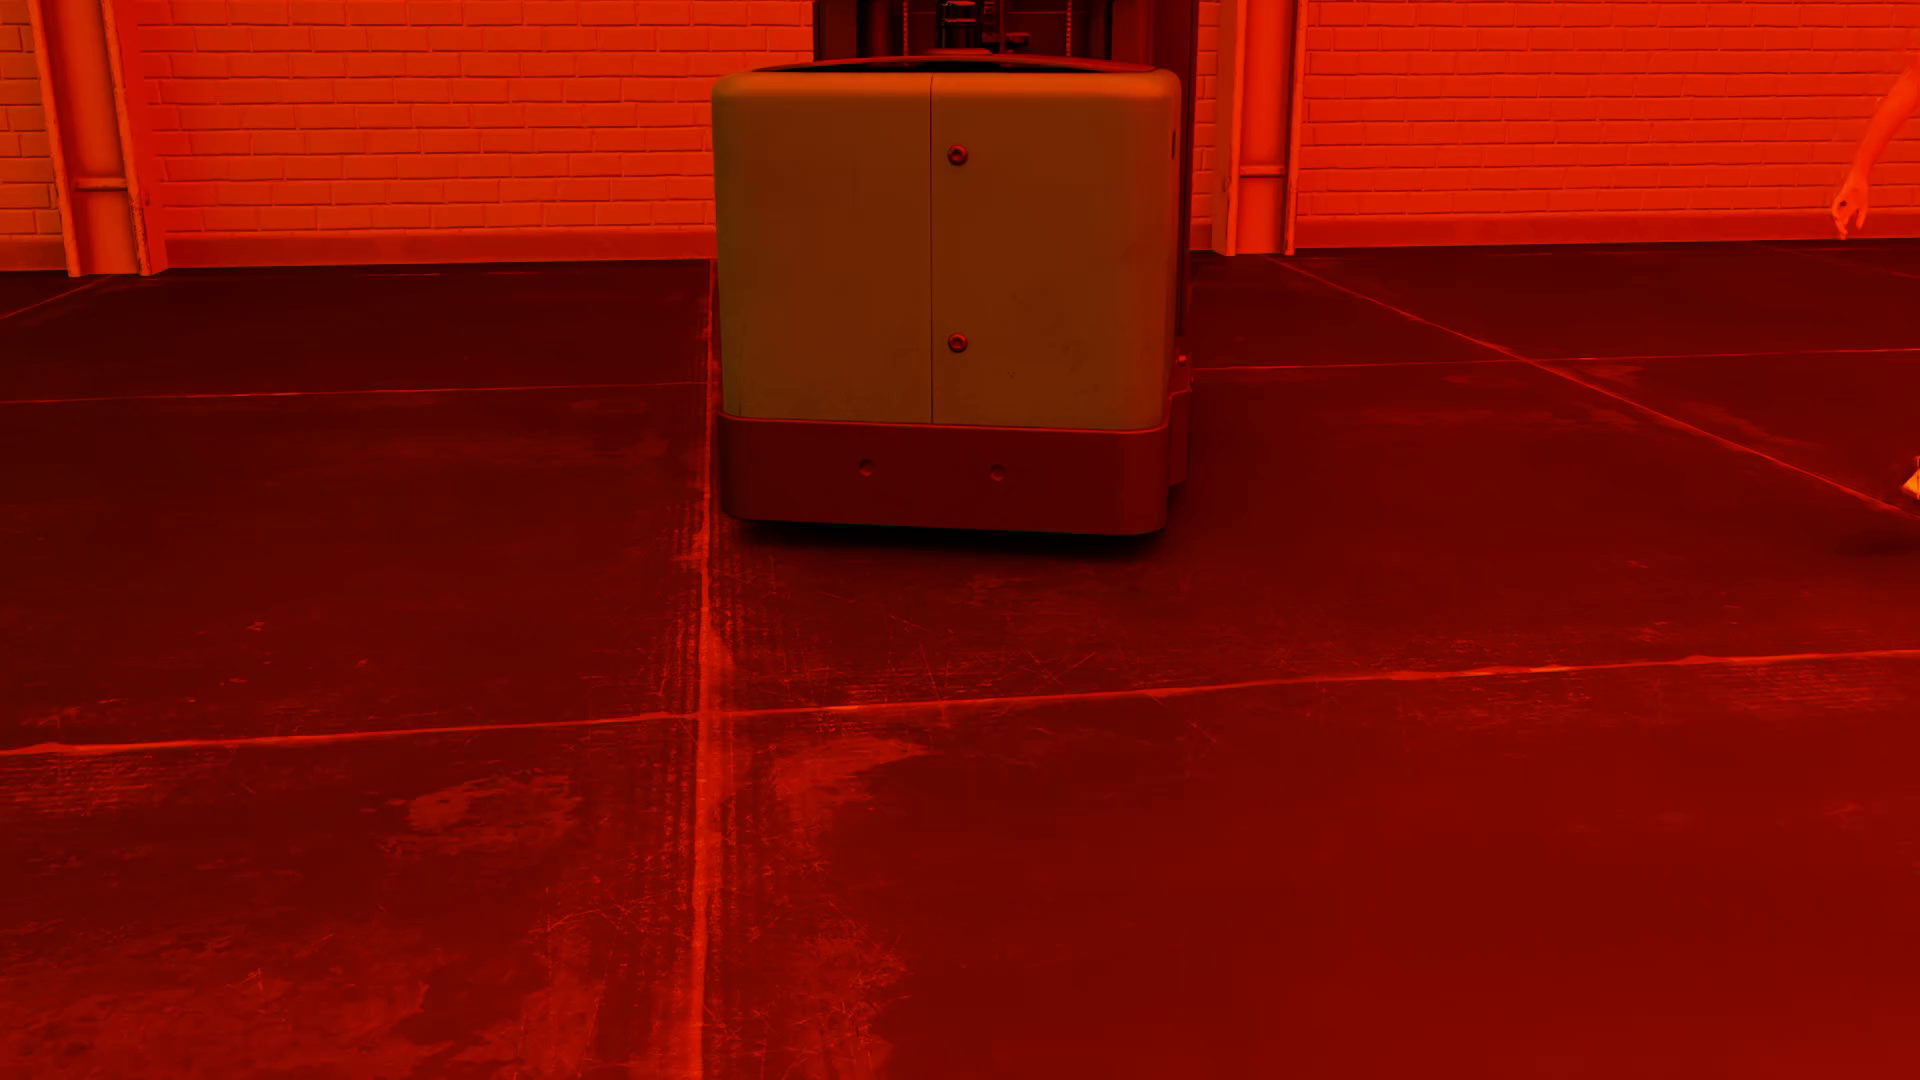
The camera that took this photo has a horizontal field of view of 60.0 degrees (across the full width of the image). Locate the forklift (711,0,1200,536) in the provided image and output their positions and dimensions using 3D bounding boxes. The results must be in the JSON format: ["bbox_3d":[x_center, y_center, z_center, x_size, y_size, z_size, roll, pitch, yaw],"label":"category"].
[{"bbox_3d":[0.163,-1.794,4.838,1.130,2.935,3.031,2,17,8],"label":"forklift"}]

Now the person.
[{"bbox_3d":[2.480,-0.780,3.832,0.774,1.597,0.496,-6,18,-20],"label":"person"}]
